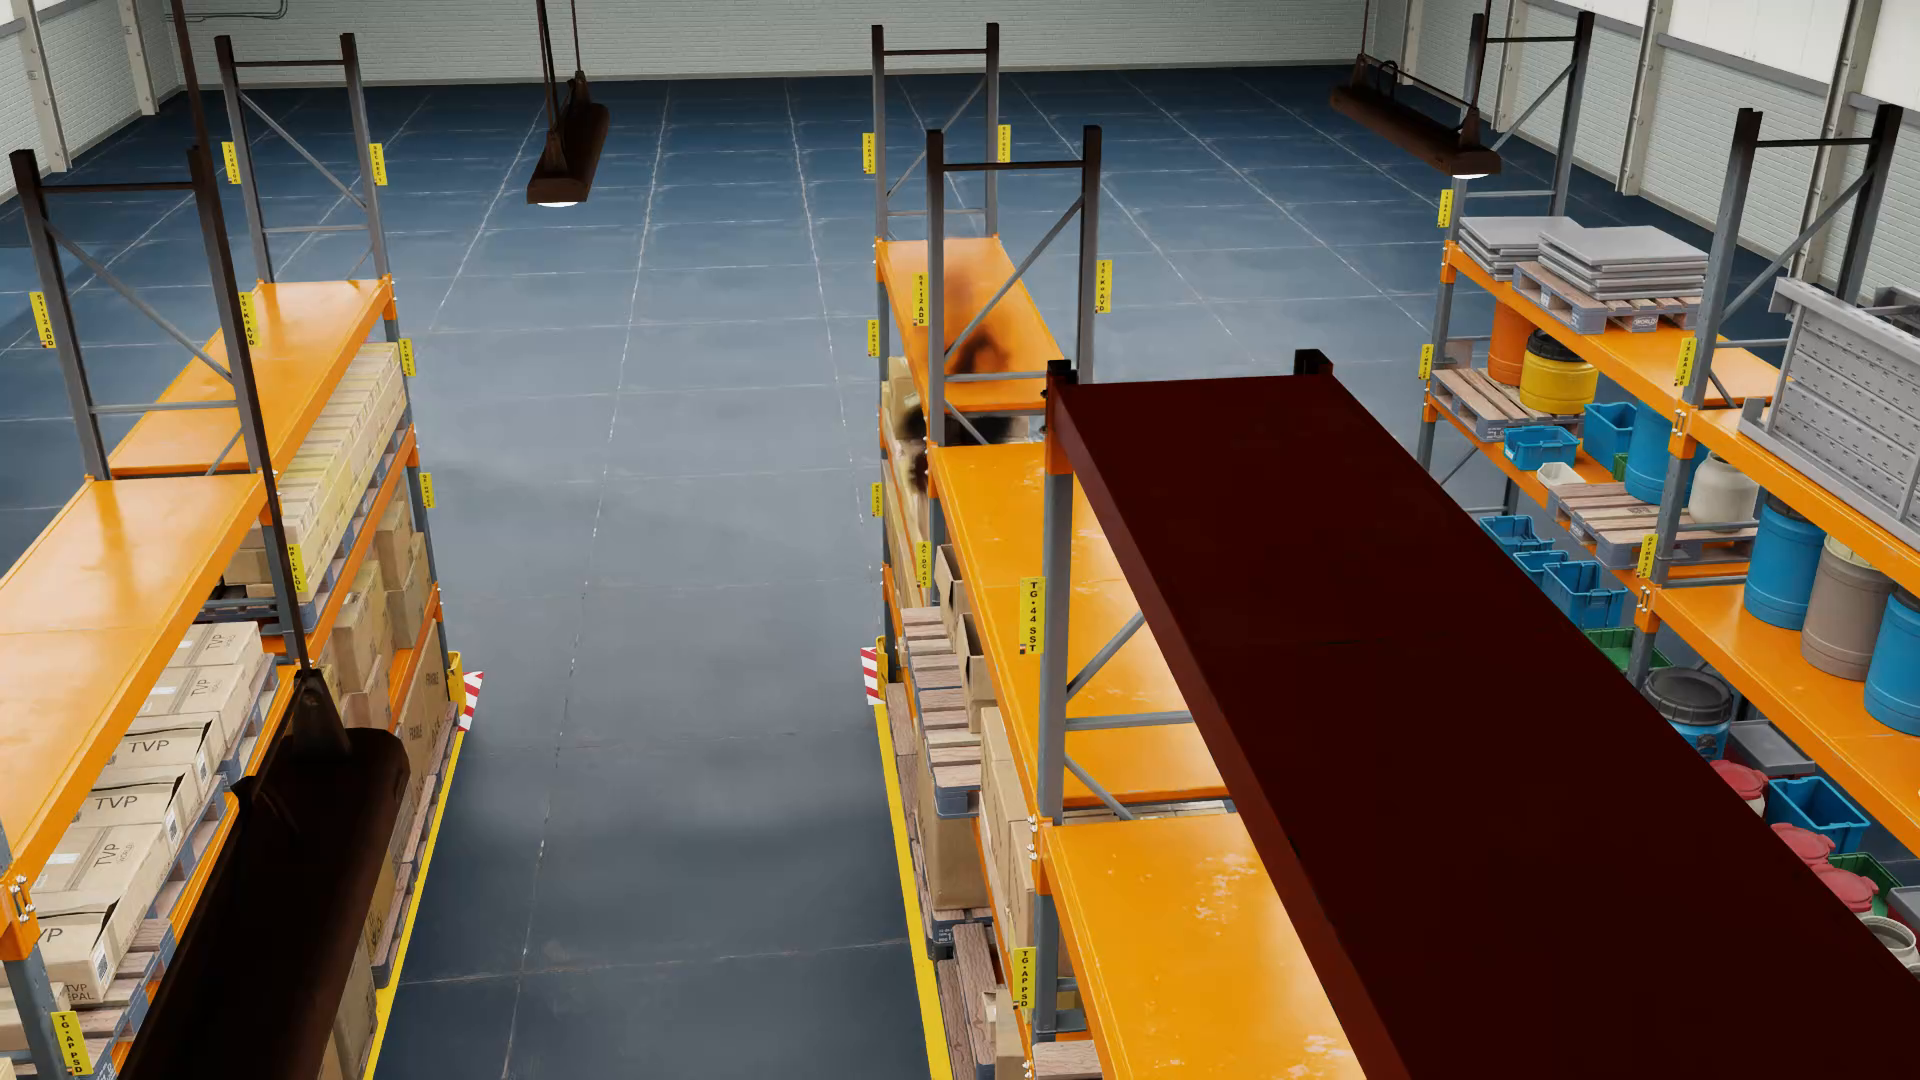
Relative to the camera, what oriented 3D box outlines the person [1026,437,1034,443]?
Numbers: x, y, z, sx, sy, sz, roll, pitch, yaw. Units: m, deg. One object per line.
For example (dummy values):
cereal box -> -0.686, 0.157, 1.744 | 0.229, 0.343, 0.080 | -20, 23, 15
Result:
person -> 0.684, -1.707, 20.178 | 0.514, 1.642, 0.545 | 7, 26, 14
